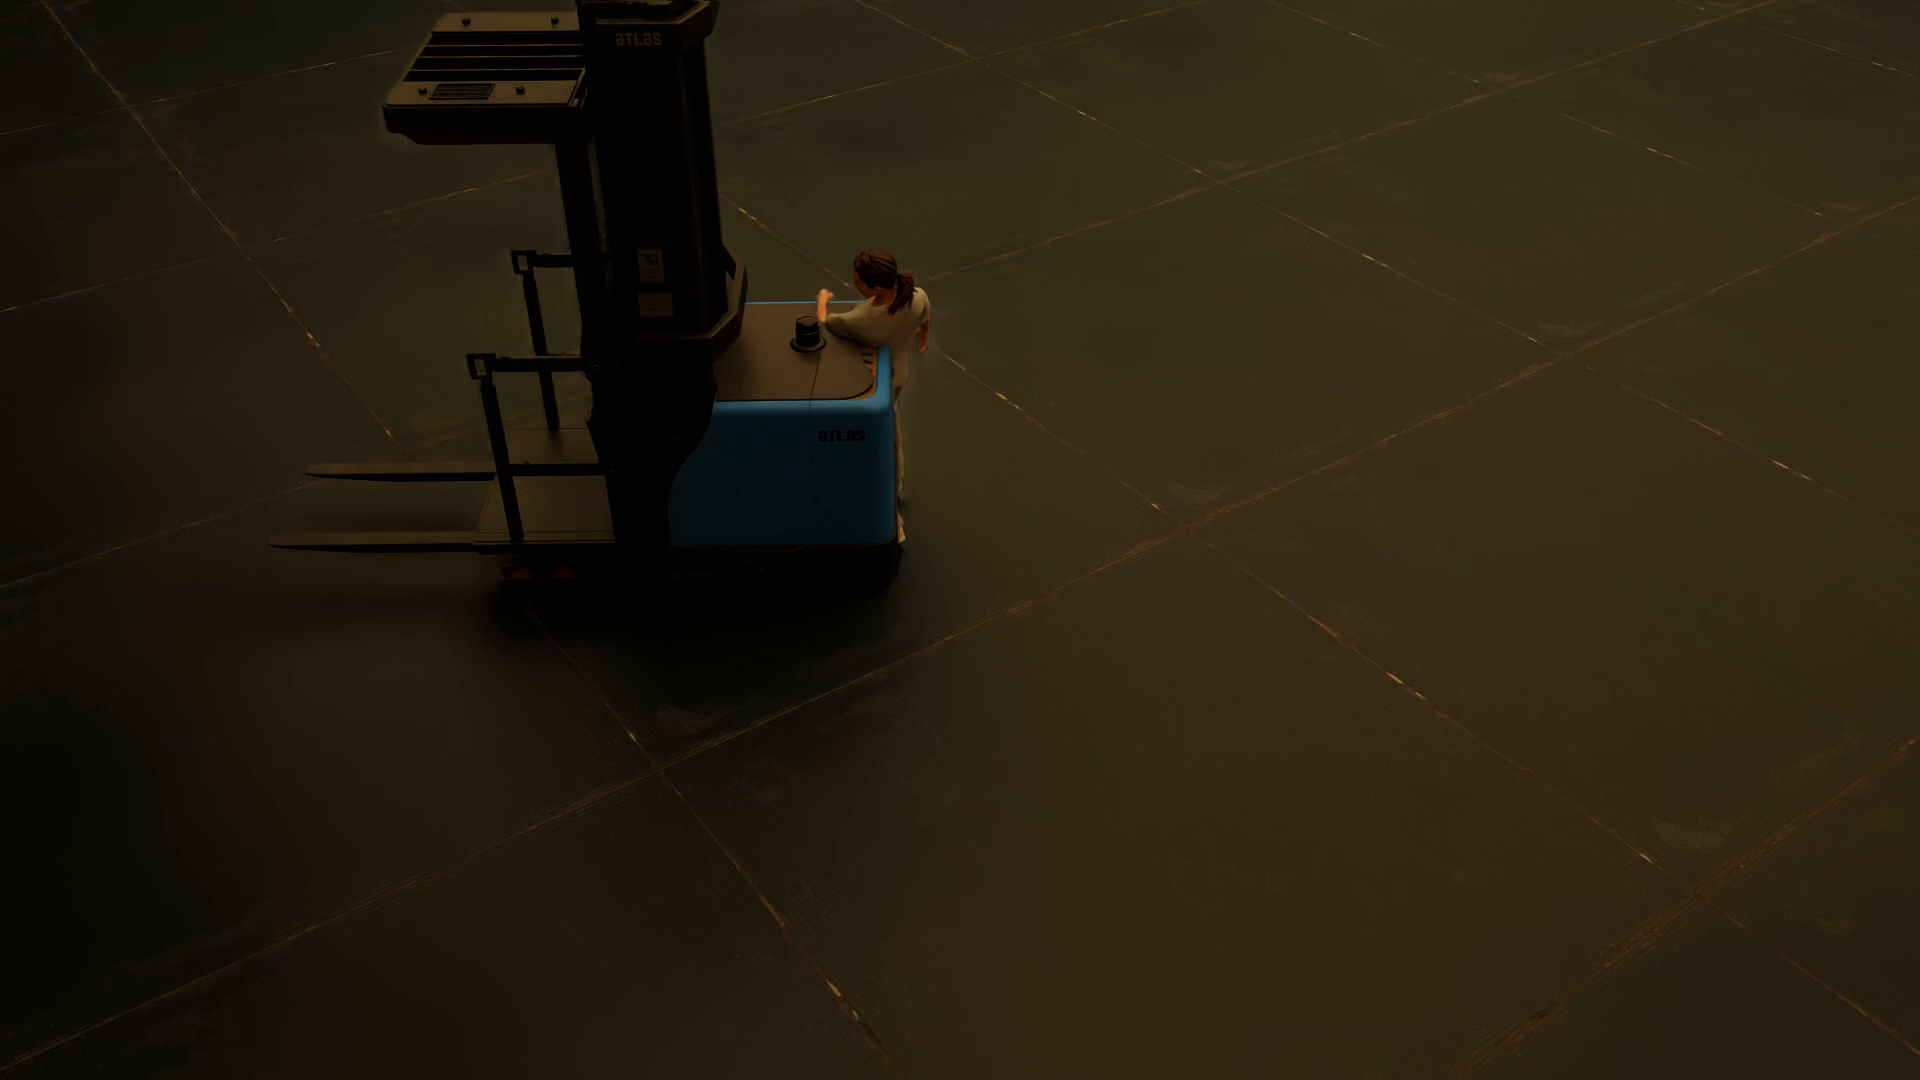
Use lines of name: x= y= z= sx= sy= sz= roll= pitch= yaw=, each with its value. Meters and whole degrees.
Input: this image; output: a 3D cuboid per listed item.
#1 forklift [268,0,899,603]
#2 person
forklift: x=-1.828 y=-1.196 z=7.562 sx=3.031 sy=2.935 sz=1.130 roll=-1 pitch=36 yaw=-1
person: x=-0.415 y=-0.845 z=8.245 sx=0.776 sy=1.533 sz=0.766 roll=24 pitch=43 yaw=28
